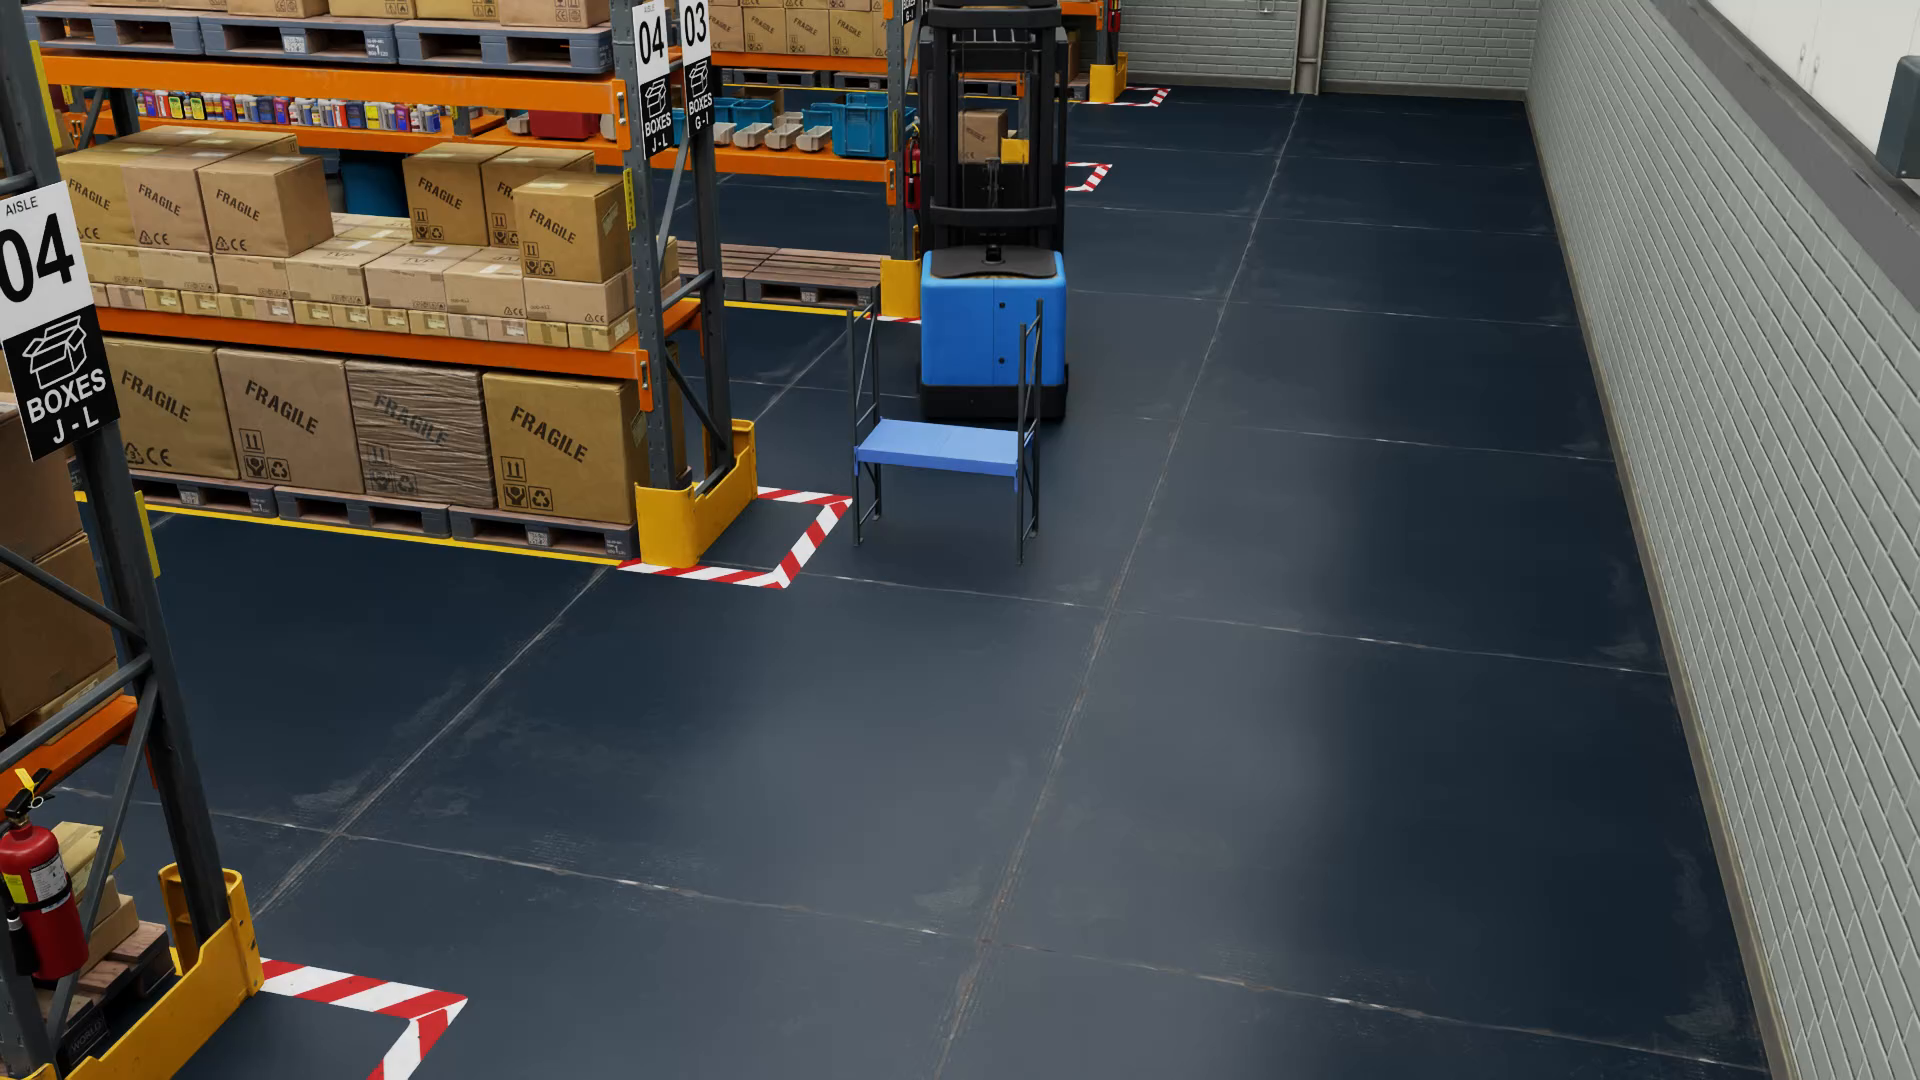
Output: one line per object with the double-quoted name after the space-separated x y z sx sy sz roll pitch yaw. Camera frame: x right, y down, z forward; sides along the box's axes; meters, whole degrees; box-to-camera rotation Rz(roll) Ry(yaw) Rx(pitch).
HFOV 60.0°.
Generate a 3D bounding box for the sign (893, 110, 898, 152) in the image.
-0.528 -3.347 13.601 0.005 0.325 0.100 6 26 13 "sign"

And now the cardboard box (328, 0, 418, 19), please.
-3.185 -3.255 9.388 0.500 0.500 0.700 5 26 9 "cardboard box"

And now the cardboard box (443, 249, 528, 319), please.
-2.667 -1.505 9.750 0.500 0.250 0.500 6 26 12 "cardboard box"

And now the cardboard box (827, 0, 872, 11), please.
-1.159 -6.158 18.415 0.500 0.500 0.500 7 26 15 "cardboard box"

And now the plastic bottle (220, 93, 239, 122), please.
-6.709 -3.984 15.265 0.133 0.283 0.061 6 26 13 "plastic bottle"

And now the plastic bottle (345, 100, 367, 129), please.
-5.432 -3.892 14.993 0.185 0.351 0.144 6 26 13 "plastic bottle"

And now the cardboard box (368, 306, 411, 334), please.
-3.308 -1.366 9.922 0.250 0.149 0.380 6 26 13 "cardboard box"

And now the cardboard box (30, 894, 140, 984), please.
-3.401 1.520 6.395 0.250 0.149 0.380 7 26 14 "cardboard box"

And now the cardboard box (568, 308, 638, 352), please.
-2.067 -1.230 9.636 0.250 0.149 0.380 7 26 14 "cardboard box"

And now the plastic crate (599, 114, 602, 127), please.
-3.130 -3.827 15.050 0.590 0.125 0.437 6 26 13 "plastic crate"

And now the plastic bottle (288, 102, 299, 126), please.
-6.059 -3.884 15.149 0.097 0.201 0.097 0 25 0 "plastic bottle"

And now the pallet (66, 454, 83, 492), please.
-6.281 -0.663 11.396 1.213 0.211 1.003 6 26 13 "pallet"

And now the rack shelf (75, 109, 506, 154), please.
-6.218 -3.822 15.625 4.000 0.370 1.077 6 26 13 "rack shelf"

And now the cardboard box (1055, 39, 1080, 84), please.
1.358 -6.723 23.301 0.500 0.500 0.700 6 26 13 "cardboard box"

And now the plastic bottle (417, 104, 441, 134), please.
-4.743 -3.784 14.853 0.135 0.276 0.152 6 26 13 "plastic bottle"

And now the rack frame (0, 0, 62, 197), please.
-2.974 -2.097 4.186 0.127 3.000 1.000 6 26 13 "rack frame"

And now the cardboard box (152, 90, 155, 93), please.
-9.970 -5.848 21.102 0.500 0.311 0.500 6 26 12 "cardboard box"

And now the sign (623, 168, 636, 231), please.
-1.789 -1.847 9.018 0.005 0.325 0.100 6 26 13 "sign"

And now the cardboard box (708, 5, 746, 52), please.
-2.618 -5.871 18.976 0.500 0.500 0.500 7 26 14 "cardboard box"

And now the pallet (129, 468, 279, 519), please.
-4.797 -0.497 11.049 1.213 0.211 1.003 6 26 13 "pallet"

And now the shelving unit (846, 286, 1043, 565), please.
-0.083 -0.686 9.947 1.048 1.500 0.538 6 26 13 "shelving unit"

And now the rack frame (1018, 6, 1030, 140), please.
0.830 -5.566 18.451 0.127 3.000 1.000 6 26 13 "rack frame"

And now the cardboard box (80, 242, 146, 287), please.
-5.125 -1.778 10.323 0.500 0.250 0.500 6 26 12 "cardboard box"

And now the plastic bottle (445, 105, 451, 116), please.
-4.775 -4.079 15.558 0.097 0.201 0.097 0 25 0 "plastic bottle"

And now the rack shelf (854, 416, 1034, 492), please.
-0.083 -0.524 10.024 1.000 0.185 0.538 6 26 13 "rack shelf"

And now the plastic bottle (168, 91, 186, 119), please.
-7.250 -4.044 15.391 0.133 0.283 0.061 6 26 13 "plastic bottle"

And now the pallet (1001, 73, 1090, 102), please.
1.267 -6.423 23.495 1.213 0.211 1.003 6 26 13 "pallet"

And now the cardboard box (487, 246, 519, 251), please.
-2.543 -1.725 10.213 0.500 0.250 0.500 6 26 12 "cardboard box"

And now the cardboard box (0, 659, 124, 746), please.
-3.206 0.554 5.889 0.250 0.149 0.380 6 26 13 "cardboard box"

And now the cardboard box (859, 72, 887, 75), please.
-1.115 -6.995 23.873 0.500 0.500 0.700 7 26 14 "cardboard box"

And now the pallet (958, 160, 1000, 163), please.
-0.016 -4.400 19.246 1.213 0.211 1.003 6 26 13 "pallet"

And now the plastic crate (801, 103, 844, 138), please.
-1.202 -3.690 14.635 0.300 0.233 0.416 6 26 13 "plastic crate"

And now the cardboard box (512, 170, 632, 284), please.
-2.178 -1.790 9.477 0.500 0.500 0.500 7 26 14 "cardboard box"

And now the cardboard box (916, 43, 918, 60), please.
-0.175 -5.600 18.406 0.500 0.500 0.500 7 26 13 "cardboard box"

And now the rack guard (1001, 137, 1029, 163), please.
0.757 -4.445 19.006 0.348 0.500 1.175 6 26 13 "rack guard"

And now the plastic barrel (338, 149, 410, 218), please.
-5.489 -3.316 15.677 0.708 0.901 0.600 6 26 13 "plastic barrel"

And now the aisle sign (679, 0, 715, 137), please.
-1.496 -2.733 9.477 0.004 0.787 0.394 6 26 13 "aisle sign"

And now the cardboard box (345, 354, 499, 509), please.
-3.162 -0.805 10.435 0.875 0.875 0.875 6 26 13 "cardboard box"

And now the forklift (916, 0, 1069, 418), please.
0.247 -2.788 12.697 1.130 2.935 3.031 0 25 0 "forklift"

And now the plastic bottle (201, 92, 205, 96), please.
-7.326 -4.361 16.151 0.097 0.201 0.097 0 25 0 "plastic bottle"

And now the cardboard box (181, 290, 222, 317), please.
-4.546 -1.503 10.210 0.250 0.149 0.380 6 26 12 "cardboard box"

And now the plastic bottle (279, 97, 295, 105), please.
-6.407 -4.240 15.802 0.133 0.283 0.061 6 26 13 "plastic bottle"

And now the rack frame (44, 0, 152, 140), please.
-8.155 -4.361 15.920 0.127 3.000 1.000 6 26 13 "rack frame"

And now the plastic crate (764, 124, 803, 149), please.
-1.519 -3.461 14.267 0.243 0.136 0.396 6 26 13 "plastic crate"

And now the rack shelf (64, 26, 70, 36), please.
-7.451 -3.114 10.649 4.000 0.370 1.077 6 26 13 "rack shelf"

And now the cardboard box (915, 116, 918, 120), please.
-0.594 -4.806 19.543 0.500 0.250 0.500 6 26 13 "cardboard box"

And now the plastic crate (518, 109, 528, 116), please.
-3.744 -4.044 15.204 0.575 0.384 0.392 6 26 13 "plastic crate"
